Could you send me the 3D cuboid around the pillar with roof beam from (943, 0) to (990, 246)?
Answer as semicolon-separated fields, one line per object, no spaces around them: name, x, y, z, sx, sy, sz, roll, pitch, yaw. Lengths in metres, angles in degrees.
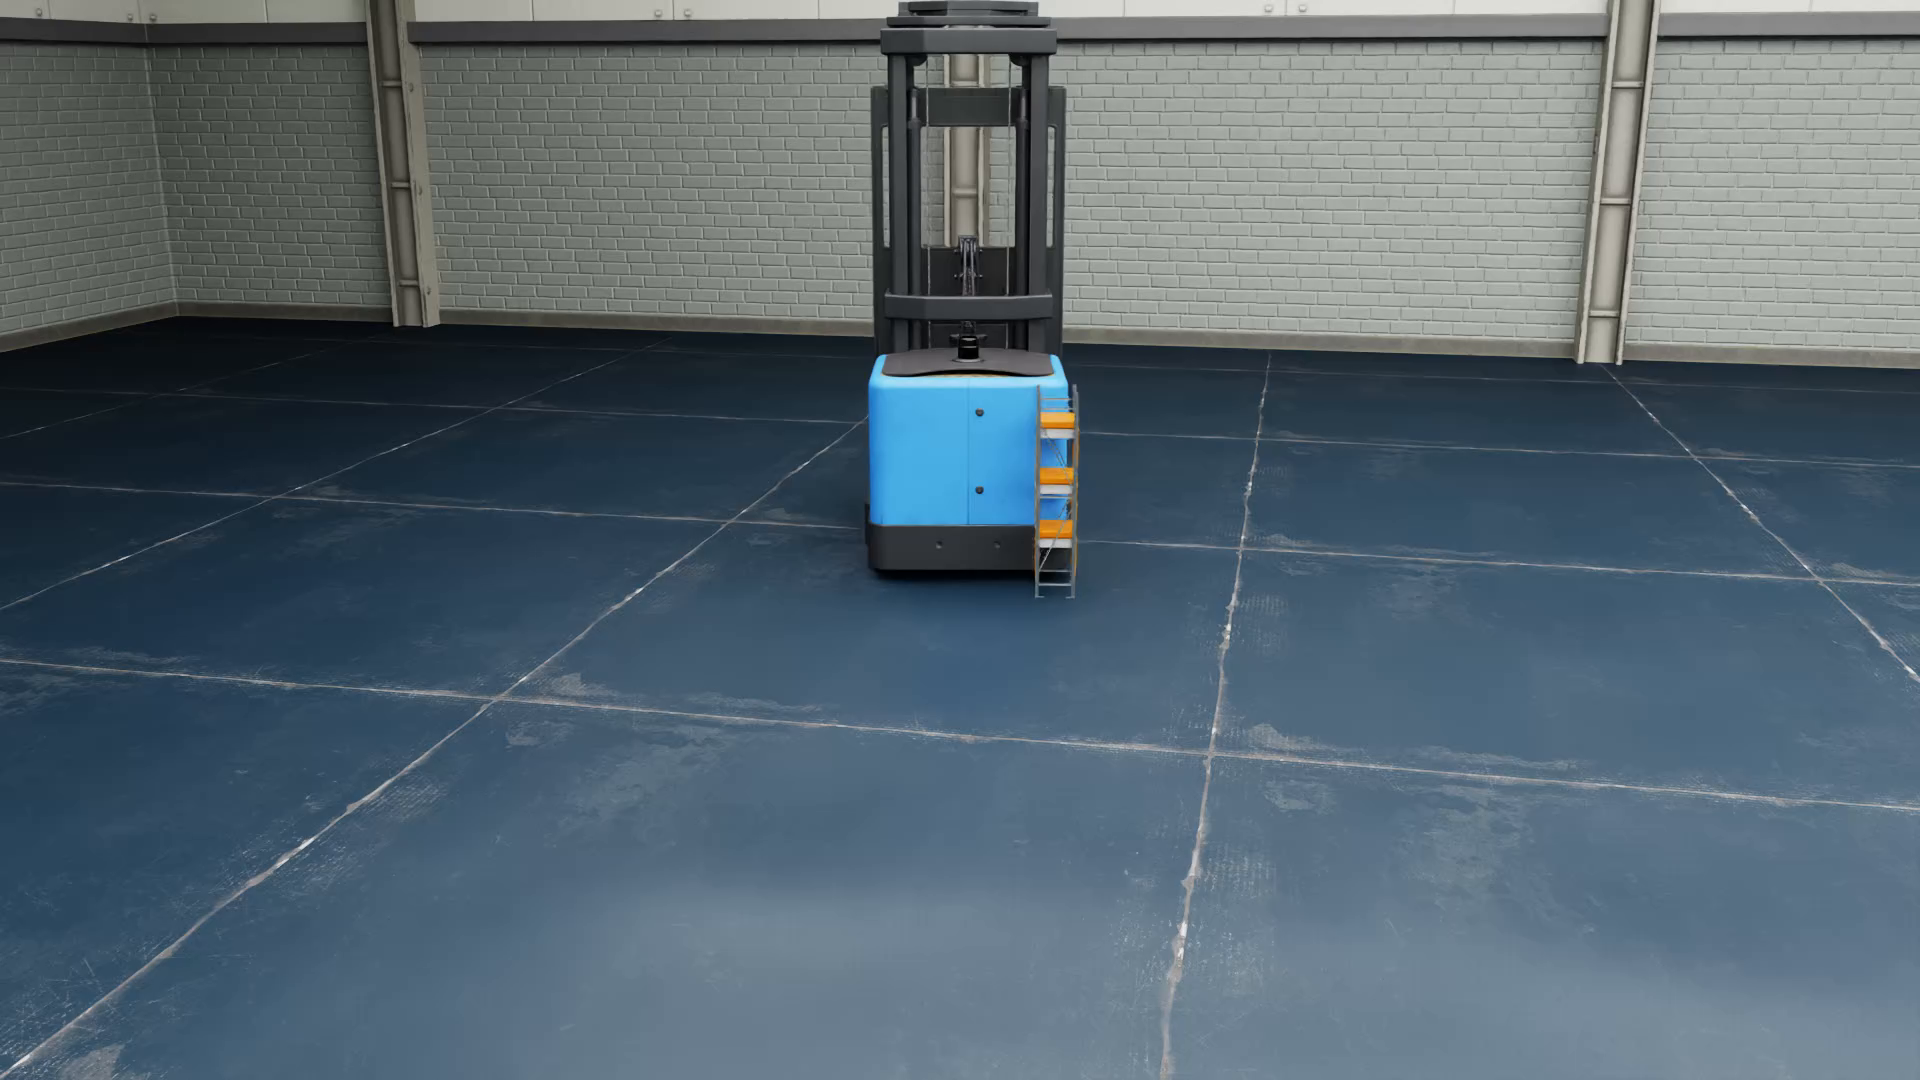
pillar with roof beam;-0.793;-5.199;11.403;0.400;9.000;9.100;3;16;11

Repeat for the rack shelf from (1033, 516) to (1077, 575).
rack shelf;0.484;0.034;8.482;0.215;0.259;0.240;0;15;2

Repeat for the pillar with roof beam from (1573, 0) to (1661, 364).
pillar with roof beam;5.087;-4.880;10.251;0.400;9.000;9.100;3;16;11

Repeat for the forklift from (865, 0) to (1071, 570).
forklift;0.047;-1.591;9.746;1.130;2.935;3.031;0;15;0

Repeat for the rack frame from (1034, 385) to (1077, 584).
rack frame;0.487;-0.276;8.523;0.200;1.050;0.008;0;15;2

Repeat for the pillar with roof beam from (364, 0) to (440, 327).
pillar with roof beam;-6.673;-5.518;12.556;0.400;9.000;9.100;3;16;11

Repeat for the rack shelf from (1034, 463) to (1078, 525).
rack shelf;0.484;-0.233;8.408;0.215;0.259;0.240;0;15;2

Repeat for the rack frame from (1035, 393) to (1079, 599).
rack frame;0.480;-0.211;8.287;0.200;1.050;0.008;0;15;2

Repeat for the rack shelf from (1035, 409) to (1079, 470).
rack shelf;0.484;-0.507;8.332;0.215;0.259;0.240;0;15;2

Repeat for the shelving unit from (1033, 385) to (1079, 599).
shelving unit;0.484;-0.244;8.405;0.215;1.050;0.252;0;15;2
